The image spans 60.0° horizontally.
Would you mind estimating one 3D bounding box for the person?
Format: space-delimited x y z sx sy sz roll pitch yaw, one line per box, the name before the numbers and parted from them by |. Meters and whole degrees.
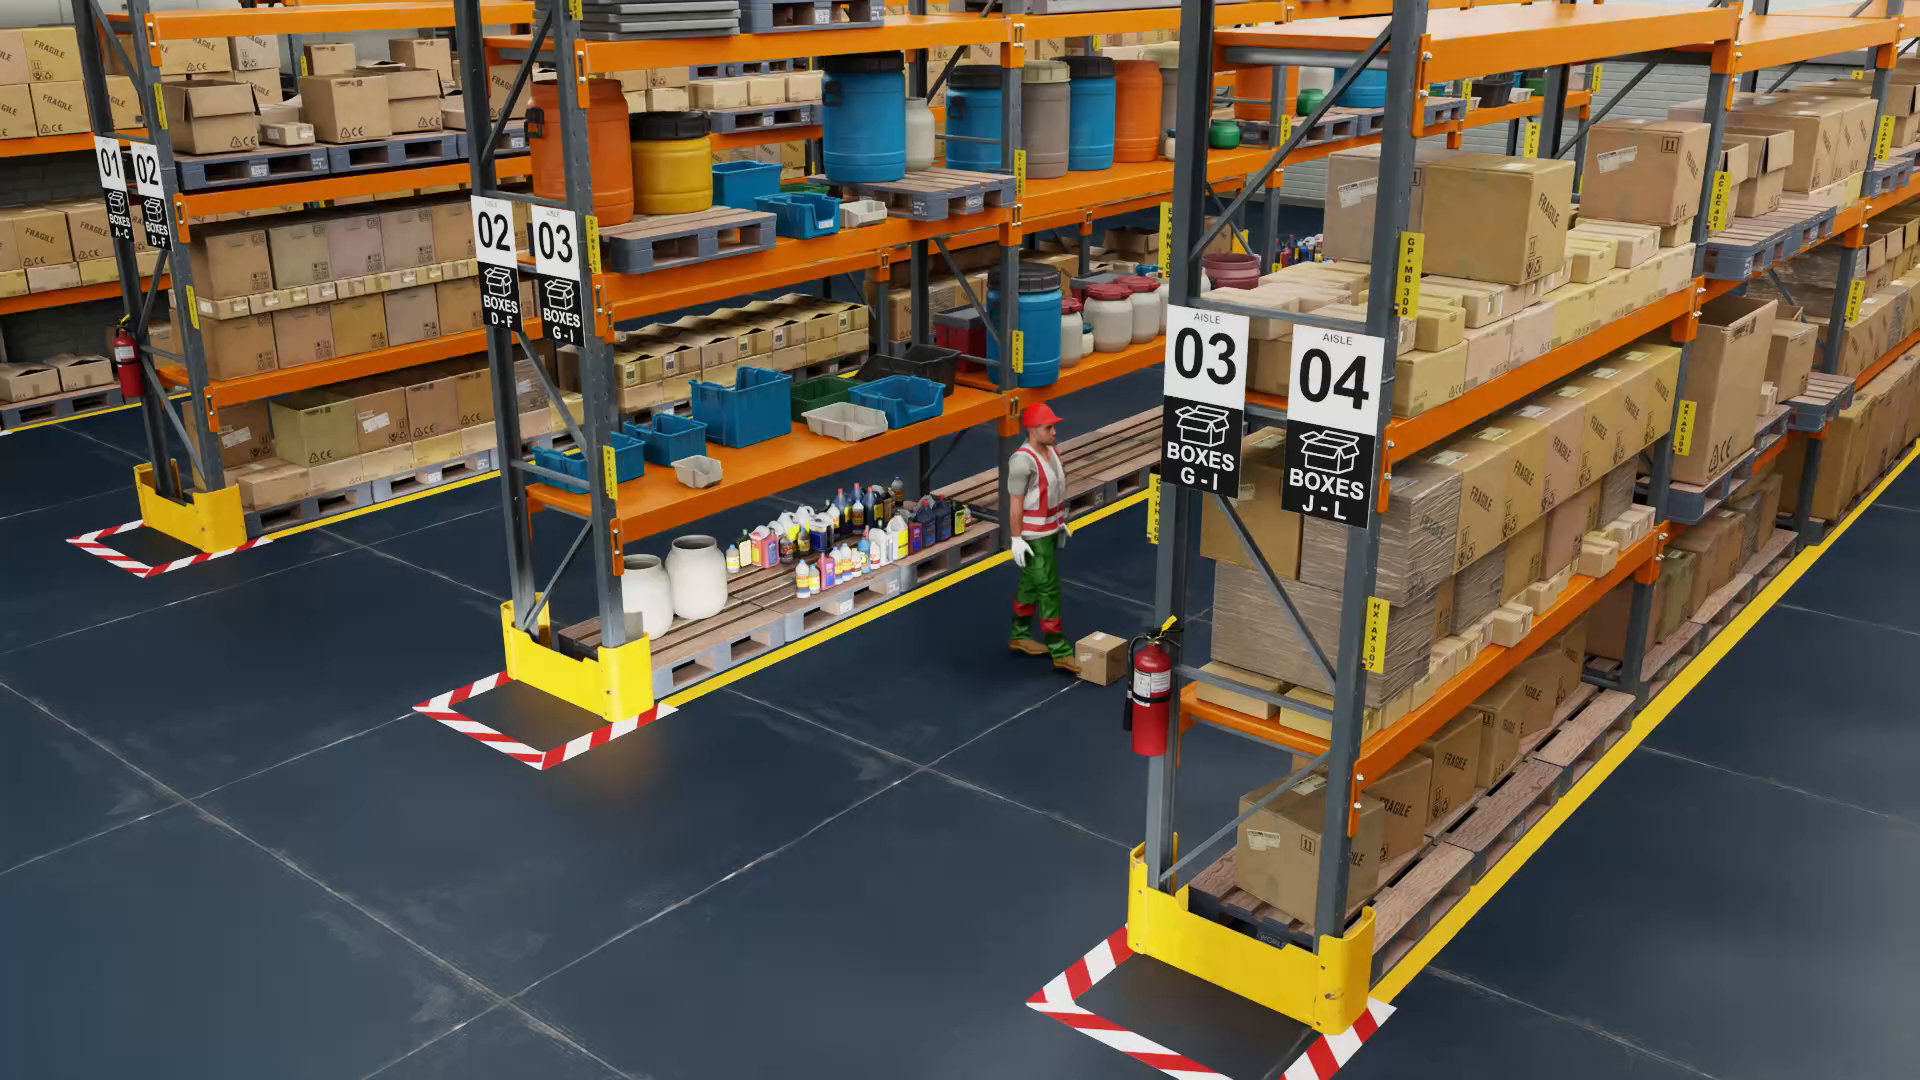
person | 0.642 -0.030 11.084 0.718 1.780 0.555 10 22 25
